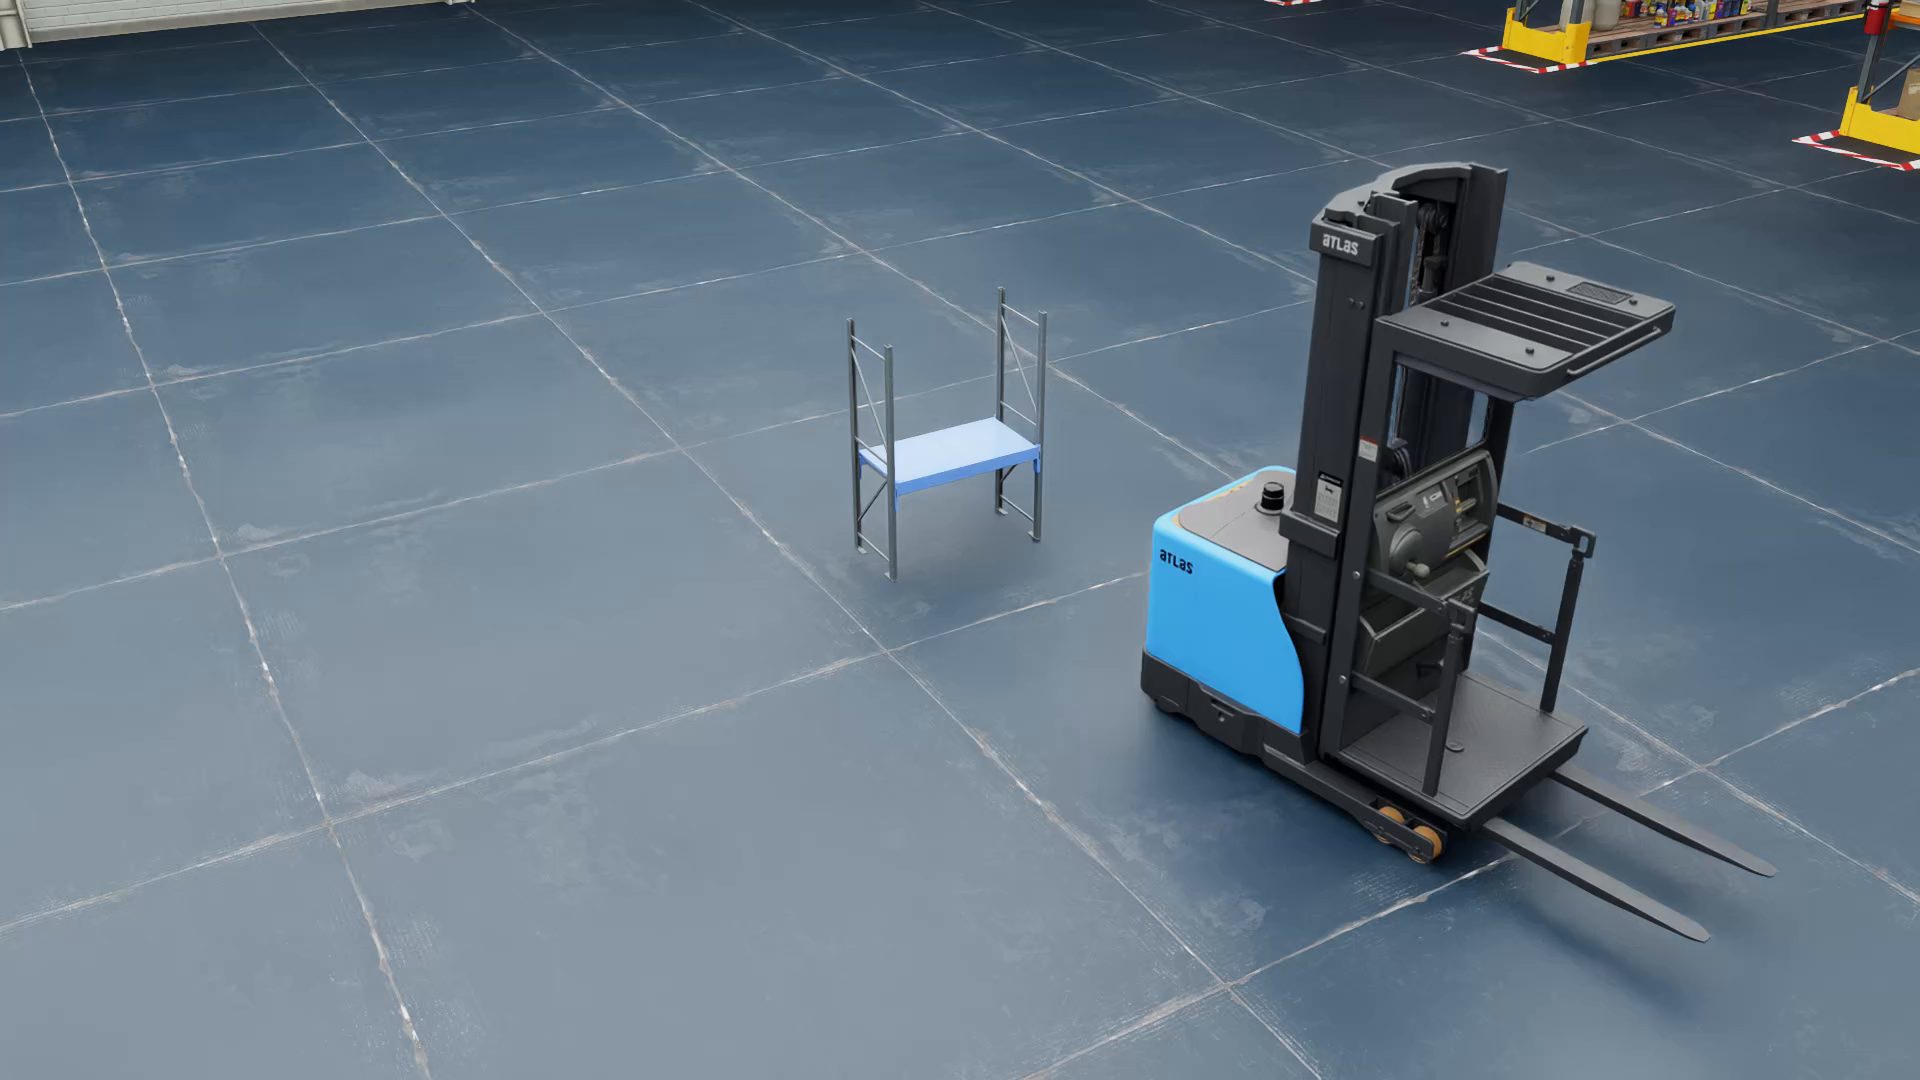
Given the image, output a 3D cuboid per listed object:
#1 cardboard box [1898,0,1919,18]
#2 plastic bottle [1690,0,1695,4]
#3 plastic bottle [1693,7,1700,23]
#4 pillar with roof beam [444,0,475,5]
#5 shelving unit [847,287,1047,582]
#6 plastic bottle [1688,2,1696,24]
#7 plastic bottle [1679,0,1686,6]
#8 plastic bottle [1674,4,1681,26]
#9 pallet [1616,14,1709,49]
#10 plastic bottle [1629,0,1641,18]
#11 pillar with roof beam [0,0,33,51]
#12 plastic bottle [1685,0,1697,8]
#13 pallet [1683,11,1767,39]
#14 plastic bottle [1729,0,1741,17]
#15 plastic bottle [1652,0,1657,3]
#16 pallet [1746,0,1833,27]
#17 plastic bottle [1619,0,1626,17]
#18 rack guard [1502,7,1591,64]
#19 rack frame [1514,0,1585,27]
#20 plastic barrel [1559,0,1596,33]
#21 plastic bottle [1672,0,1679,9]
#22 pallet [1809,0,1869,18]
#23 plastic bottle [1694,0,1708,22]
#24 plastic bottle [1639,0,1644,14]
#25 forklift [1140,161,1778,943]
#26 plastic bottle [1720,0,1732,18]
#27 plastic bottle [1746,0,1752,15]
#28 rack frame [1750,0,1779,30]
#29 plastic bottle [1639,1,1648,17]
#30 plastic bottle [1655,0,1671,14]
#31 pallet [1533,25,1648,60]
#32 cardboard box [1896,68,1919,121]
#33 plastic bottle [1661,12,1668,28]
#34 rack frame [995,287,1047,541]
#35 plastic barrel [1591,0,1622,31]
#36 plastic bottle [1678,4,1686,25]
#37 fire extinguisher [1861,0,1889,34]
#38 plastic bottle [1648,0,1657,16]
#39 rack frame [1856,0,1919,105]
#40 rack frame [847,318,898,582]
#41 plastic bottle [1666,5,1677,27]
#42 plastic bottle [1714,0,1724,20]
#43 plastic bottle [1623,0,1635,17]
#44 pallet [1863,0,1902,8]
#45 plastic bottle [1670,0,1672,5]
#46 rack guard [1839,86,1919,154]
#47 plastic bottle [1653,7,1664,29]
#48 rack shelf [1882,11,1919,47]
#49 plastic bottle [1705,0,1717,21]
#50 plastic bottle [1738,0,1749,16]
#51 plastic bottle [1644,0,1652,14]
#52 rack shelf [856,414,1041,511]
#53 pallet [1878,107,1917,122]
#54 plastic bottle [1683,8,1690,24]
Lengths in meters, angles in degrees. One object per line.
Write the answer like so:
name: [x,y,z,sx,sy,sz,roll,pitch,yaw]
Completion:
cardboard box: [10.311,-5.682,17.800,0.250,0.149,0.380,-16,33,-26]
plastic bottle: [10.059,-7.284,22.799,0.133,0.283,0.061,-16,33,-26]
plastic bottle: [10.026,-7.164,22.666,0.097,0.201,0.097,0,29,0]
pillar with roof beam: [-5.359,-10.254,19.615,0.400,9.000,9.100,-16,33,-26]
shelving unit: [-0.074,-0.636,9.948,1.048,1.500,0.538,-16,33,-26]
plastic bottle: [9.938,-7.170,22.604,0.097,0.271,0.097,0,29,0]
plastic bottle: [10.139,-7.566,23.322,0.097,0.271,0.097,0,29,0]
plastic bottle: [9.677,-7.096,22.469,0.097,0.271,0.097,0,29,0]
pallet: [9.456,-7.010,22.832,1.213,0.211,1.003,-16,33,-26]
plastic bottle: [9.307,-7.341,22.902,0.133,0.283,0.061,-16,33,-26]
pillar with roof beam: [-10.532,-8.785,16.954,0.400,9.000,9.100,-16,33,-26]
plastic bottle: [10.276,-7.627,23.350,0.185,0.351,0.144,-16,33,-26]
pallet: [10.509,-7.311,23.377,1.213,0.211,1.003,-16,33,-26]
plastic bottle: [10.700,-7.434,23.000,0.185,0.351,0.144,-17,33,-28]
plastic bottle: [9.674,-7.537,23.186,0.185,0.351,0.144,-16,33,-27]
pallet: [11.766,-7.666,24.021,1.213,0.211,1.003,-16,33,-26]
plastic bottle: [9.113,-7.371,22.957,0.133,0.283,0.061,-15,32,-25]
rack guard: [7.702,-6.643,21.869,0.348,0.500,1.175,-16,33,-26]
rack frame: [7.660,-7.700,21.195,0.127,3.000,1.000,-16,33,-26]
plastic barrel: [8.189,-6.987,22.045,0.421,0.512,0.421,0,29,0]
plastic bottle: [10.040,-7.641,23.375,0.185,0.351,0.144,-17,33,-28]
pallet: [12.819,-7.967,24.566,1.213,0.211,1.003,-16,33,-26]
plastic bottle: [10.114,-7.237,22.721,0.135,0.276,0.152,-15,32,-25]
plastic bottle: [9.372,-7.416,23.045,0.135,0.276,0.152,-17,33,-28]
forklift: [2.313,-0.076,7.452,1.130,2.935,3.031,-24,37,-36]
plastic bottle: [10.534,-7.387,22.915,0.185,0.351,0.144,-18,33,-29]
plastic bottle: [10.954,-7.427,23.143,0.097,0.201,0.097,0,29,0]
rack frame: [11.109,-8.679,22.970,0.127,3.000,1.000,-16,33,-26]
plastic bottle: [9.452,-7.336,22.978,0.097,0.201,0.097,0,29,0]
plastic bottle: [9.770,-7.448,23.104,0.135,0.276,0.152,-16,33,-26]
pallet: [8.405,-6.713,22.295,1.213,0.211,1.003,-16,33,-26]
cardboard box: [10.716,-4.872,18.224,0.500,0.500,0.500,-10,30,-17]
plastic bottle: [9.471,-7.006,22.380,0.097,0.201,0.097,0,29,0]
rack frame: [0.365,-0.760,10.173,0.032,1.500,0.500,-16,33,-26]
plastic barrel: [8.621,-7.110,22.267,0.421,0.512,0.421,0,29,0]
plastic bottle: [9.763,-7.120,22.514,0.097,0.271,0.097,0,29,0]
fire extinguisher: [9.837,-5.766,17.772,0.183,0.674,0.296,-16,33,-26]
plastic bottle: [9.612,-7.386,23.068,0.097,0.201,0.097,0,29,0]
rack frame: [10.170,-5.636,17.457,0.127,3.000,1.000,-16,33,-26]
rack frame: [-0.512,-0.511,9.723,0.032,1.500,0.500,-16,33,-26]
plastic bottle: [9.586,-7.065,22.401,0.133,0.283,0.061,-15,32,-26]
plastic bottle: [10.415,-7.300,22.828,0.133,0.283,0.061,-14,32,-23]
plastic bottle: [9.253,-7.382,22.984,0.135,0.276,0.152,-16,33,-26]
pallet: [13.870,-8.263,25.103,1.213,0.211,1.003,-16,33,-26]
plastic bottle: [9.932,-7.554,23.301,0.097,0.271,0.097,0,29,0]
rack guard: [10.235,-4.560,18.094,0.348,0.500,1.175,-16,33,-26]
plastic bottle: [9.381,-7.012,22.317,0.097,0.271,0.097,0,29,0]
rack shelf: [11.894,-5.811,18.518,4.000,0.370,1.077,-16,33,-26]
plastic bottle: [10.256,-7.308,22.772,0.185,0.351,0.144,-16,33,-27]
plastic bottle: [10.861,-7.427,23.057,0.133,0.283,0.061,-14,32,-24]
plastic bottle: [9.513,-7.491,23.104,0.185,0.351,0.144,-14,32,-24]
rack shelf: [-0.074,-0.478,10.035,1.000,0.185,0.538,-16,33,-26]
pallet: [10.953,-4.618,18.498,1.213,0.211,1.003,-16,33,-26]
plastic bottle: [9.849,-7.114,22.575,0.097,0.201,0.097,0,29,0]
